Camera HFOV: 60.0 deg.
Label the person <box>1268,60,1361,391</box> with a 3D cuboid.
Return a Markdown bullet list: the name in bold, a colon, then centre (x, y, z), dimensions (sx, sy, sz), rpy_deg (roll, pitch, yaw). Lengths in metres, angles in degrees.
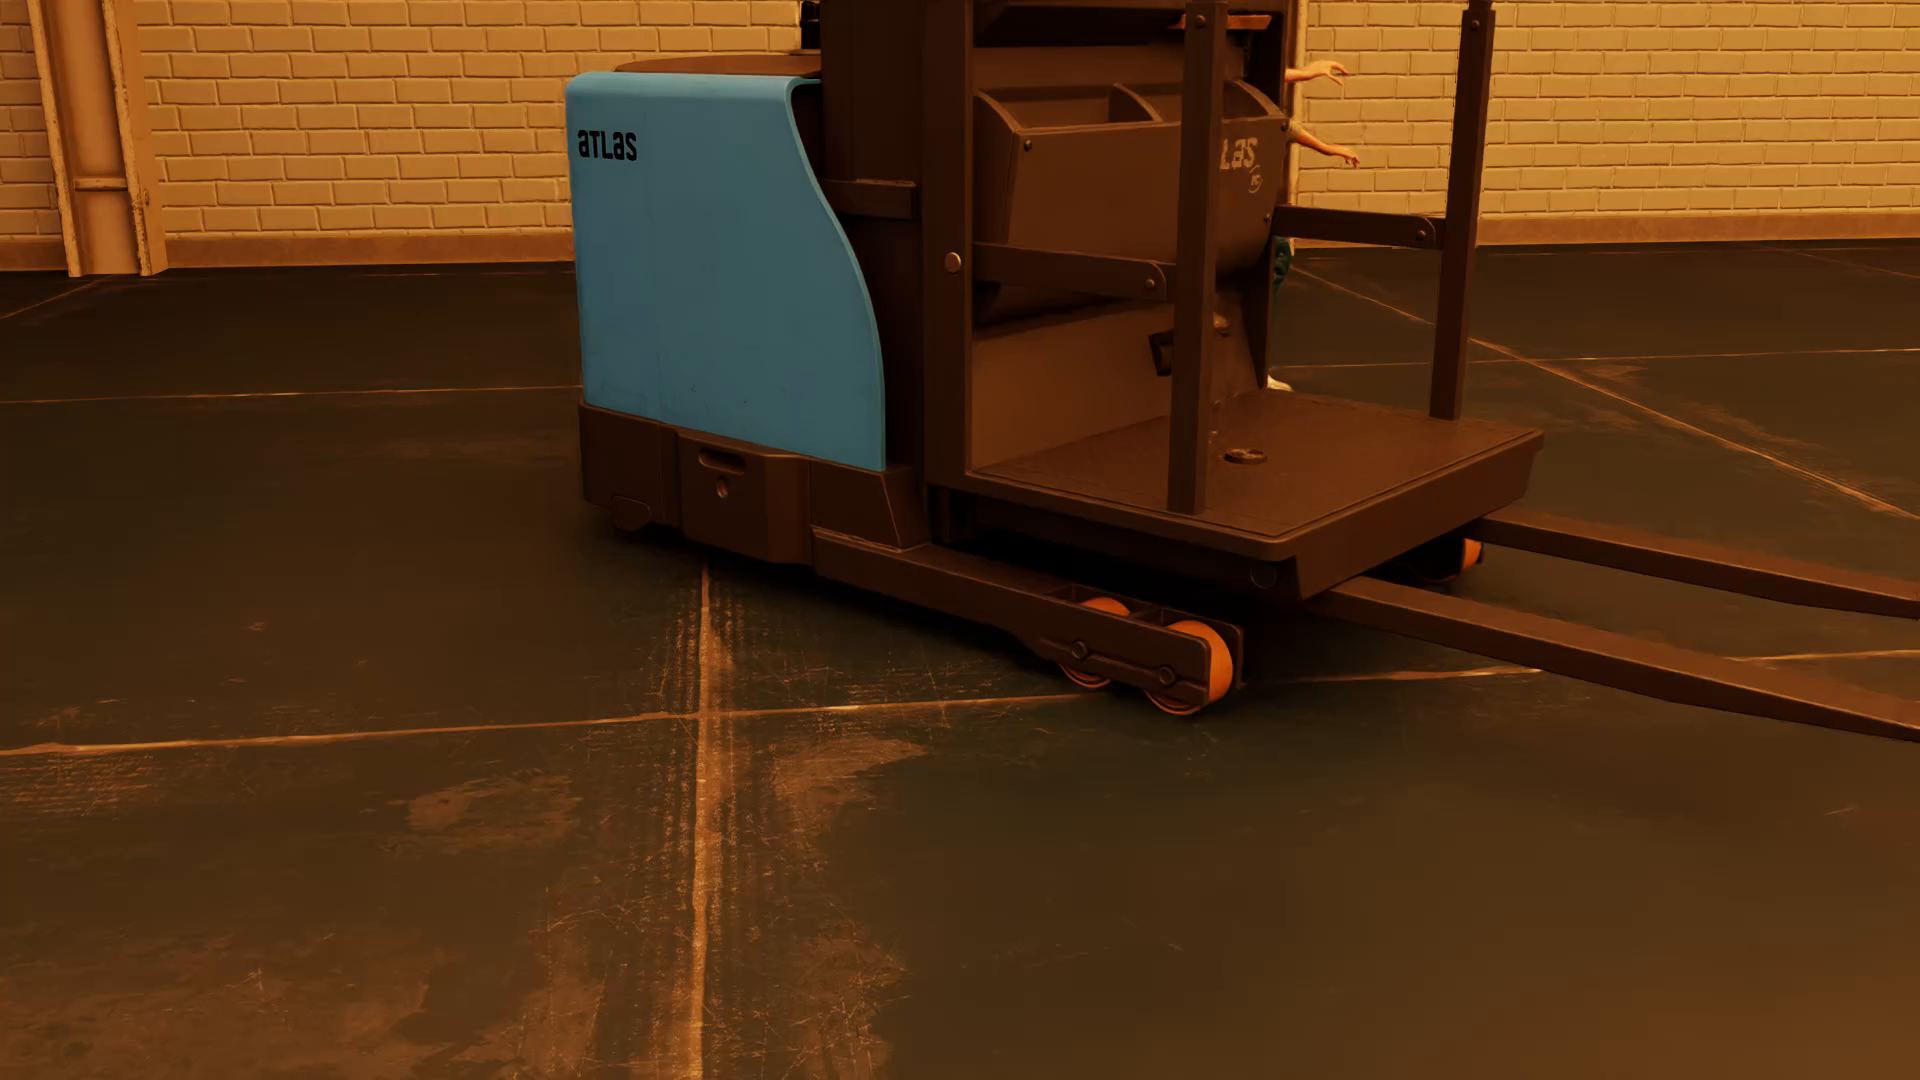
- **person**: centre (0.995, -1.119, 5.420), dimensions (0.922, 1.320, 0.652), rpy_deg (-5, 18, -17)

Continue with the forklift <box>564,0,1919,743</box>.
- **forklift**: centre (0.519, -1.264, 3.081), dimensions (3.031, 2.935, 1.130), rpy_deg (14, 22, 39)
